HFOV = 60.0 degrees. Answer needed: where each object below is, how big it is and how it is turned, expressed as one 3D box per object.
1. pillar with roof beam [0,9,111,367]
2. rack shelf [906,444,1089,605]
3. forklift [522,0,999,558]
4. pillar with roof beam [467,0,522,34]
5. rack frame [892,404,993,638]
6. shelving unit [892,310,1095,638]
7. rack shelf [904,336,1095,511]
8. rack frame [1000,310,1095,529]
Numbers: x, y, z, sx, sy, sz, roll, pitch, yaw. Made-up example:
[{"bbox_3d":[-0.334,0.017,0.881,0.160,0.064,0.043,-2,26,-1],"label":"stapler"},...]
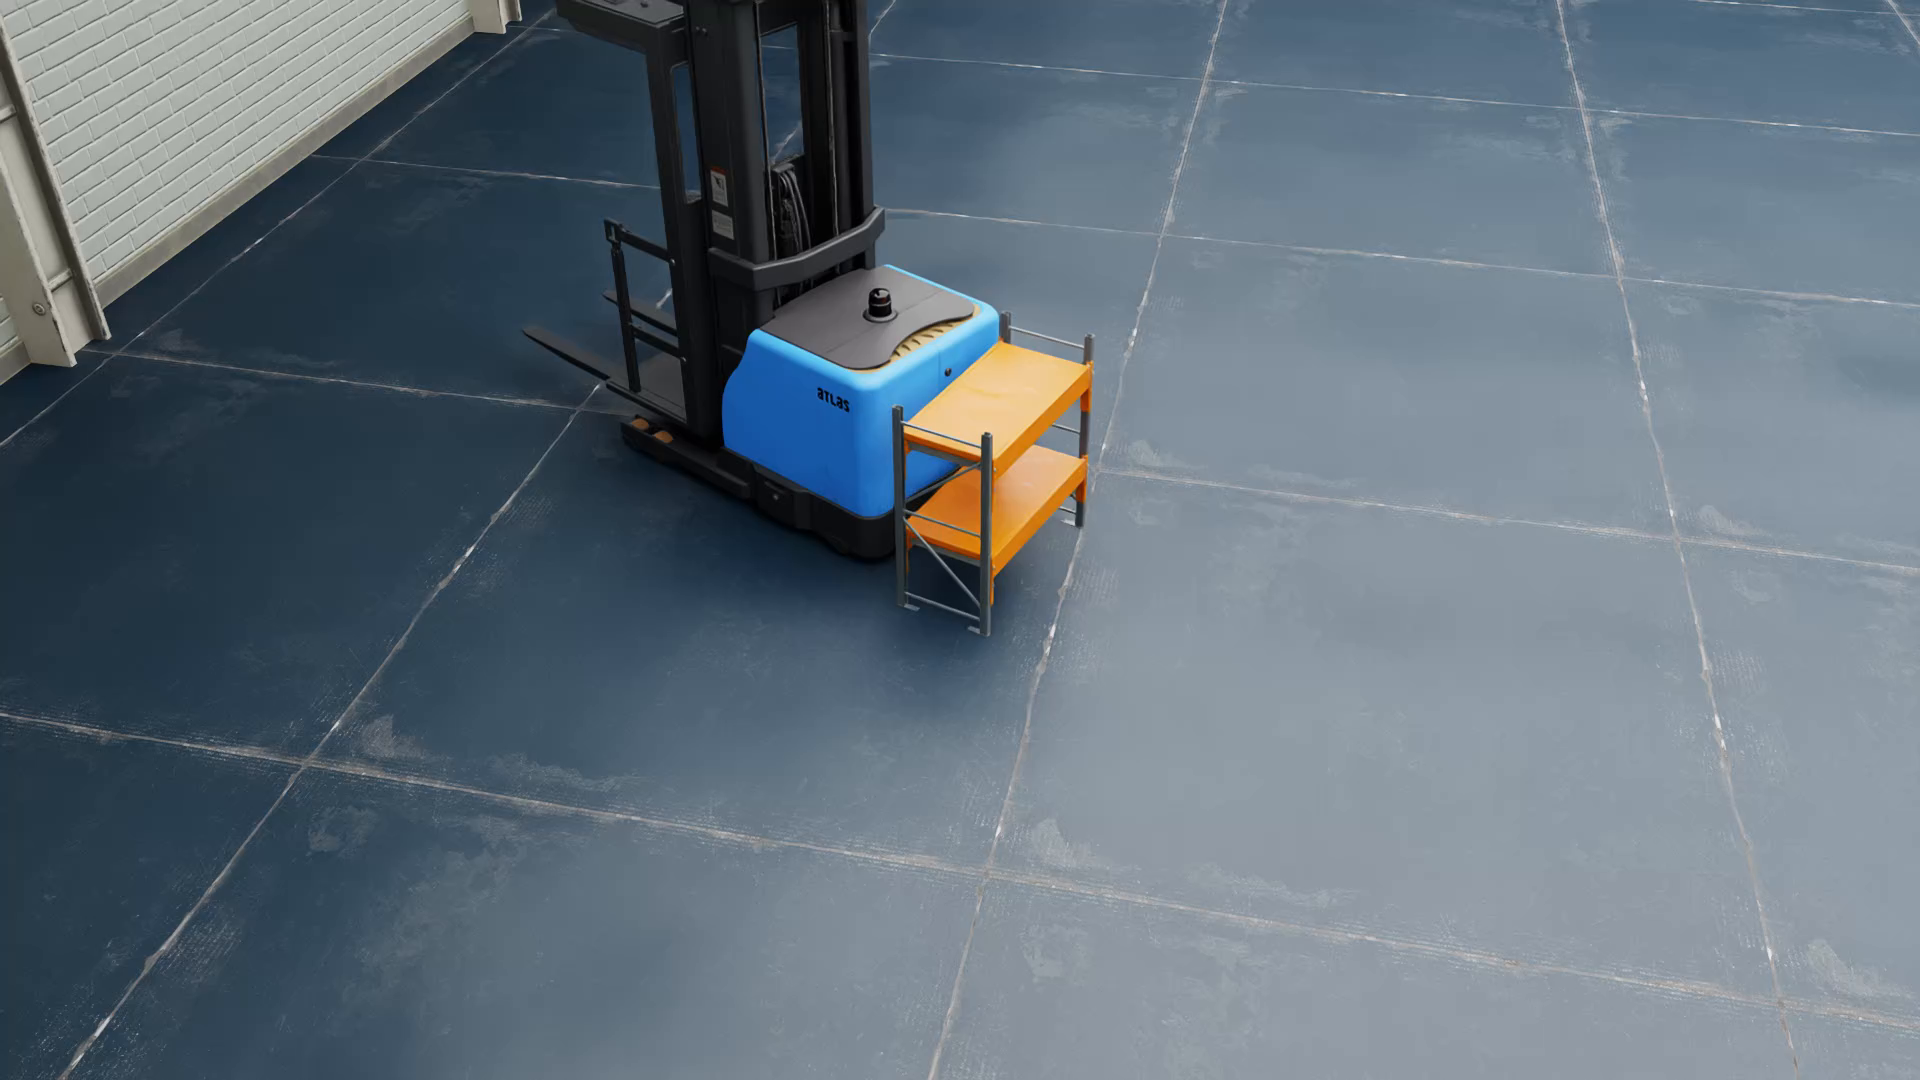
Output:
[{"bbox_3d":[-1.218,-4.270,6.744,9.100,9.000,0.400,7,37,10],"label":"pillar with roof beam"},{"bbox_3d":[0.172,-0.134,8.163,0.538,0.278,1.000,19,40,24],"label":"rack shelf"},{"bbox_3d":[-1.237,-1.825,8.540,3.031,2.935,1.130,27,44,32],"label":"forklift"},{"bbox_3d":[0.064,-7.710,11.490,9.100,9.000,0.400,7,37,10],"label":"pillar with roof beam"},{"bbox_3d":[-0.080,-0.073,7.662,0.500,1.125,0.032,19,40,24],"label":"rack frame"},{"bbox_3d":[0.172,-0.332,8.020,0.538,1.125,1.048,19,40,24],"label":"shelving unit"},{"bbox_3d":[0.172,-0.569,7.848,0.538,0.278,1.000,19,40,24],"label":"rack shelf"},{"bbox_3d":[0.424,-0.591,8.377,0.500,1.125,0.032,19,40,24],"label":"rack frame"}]
